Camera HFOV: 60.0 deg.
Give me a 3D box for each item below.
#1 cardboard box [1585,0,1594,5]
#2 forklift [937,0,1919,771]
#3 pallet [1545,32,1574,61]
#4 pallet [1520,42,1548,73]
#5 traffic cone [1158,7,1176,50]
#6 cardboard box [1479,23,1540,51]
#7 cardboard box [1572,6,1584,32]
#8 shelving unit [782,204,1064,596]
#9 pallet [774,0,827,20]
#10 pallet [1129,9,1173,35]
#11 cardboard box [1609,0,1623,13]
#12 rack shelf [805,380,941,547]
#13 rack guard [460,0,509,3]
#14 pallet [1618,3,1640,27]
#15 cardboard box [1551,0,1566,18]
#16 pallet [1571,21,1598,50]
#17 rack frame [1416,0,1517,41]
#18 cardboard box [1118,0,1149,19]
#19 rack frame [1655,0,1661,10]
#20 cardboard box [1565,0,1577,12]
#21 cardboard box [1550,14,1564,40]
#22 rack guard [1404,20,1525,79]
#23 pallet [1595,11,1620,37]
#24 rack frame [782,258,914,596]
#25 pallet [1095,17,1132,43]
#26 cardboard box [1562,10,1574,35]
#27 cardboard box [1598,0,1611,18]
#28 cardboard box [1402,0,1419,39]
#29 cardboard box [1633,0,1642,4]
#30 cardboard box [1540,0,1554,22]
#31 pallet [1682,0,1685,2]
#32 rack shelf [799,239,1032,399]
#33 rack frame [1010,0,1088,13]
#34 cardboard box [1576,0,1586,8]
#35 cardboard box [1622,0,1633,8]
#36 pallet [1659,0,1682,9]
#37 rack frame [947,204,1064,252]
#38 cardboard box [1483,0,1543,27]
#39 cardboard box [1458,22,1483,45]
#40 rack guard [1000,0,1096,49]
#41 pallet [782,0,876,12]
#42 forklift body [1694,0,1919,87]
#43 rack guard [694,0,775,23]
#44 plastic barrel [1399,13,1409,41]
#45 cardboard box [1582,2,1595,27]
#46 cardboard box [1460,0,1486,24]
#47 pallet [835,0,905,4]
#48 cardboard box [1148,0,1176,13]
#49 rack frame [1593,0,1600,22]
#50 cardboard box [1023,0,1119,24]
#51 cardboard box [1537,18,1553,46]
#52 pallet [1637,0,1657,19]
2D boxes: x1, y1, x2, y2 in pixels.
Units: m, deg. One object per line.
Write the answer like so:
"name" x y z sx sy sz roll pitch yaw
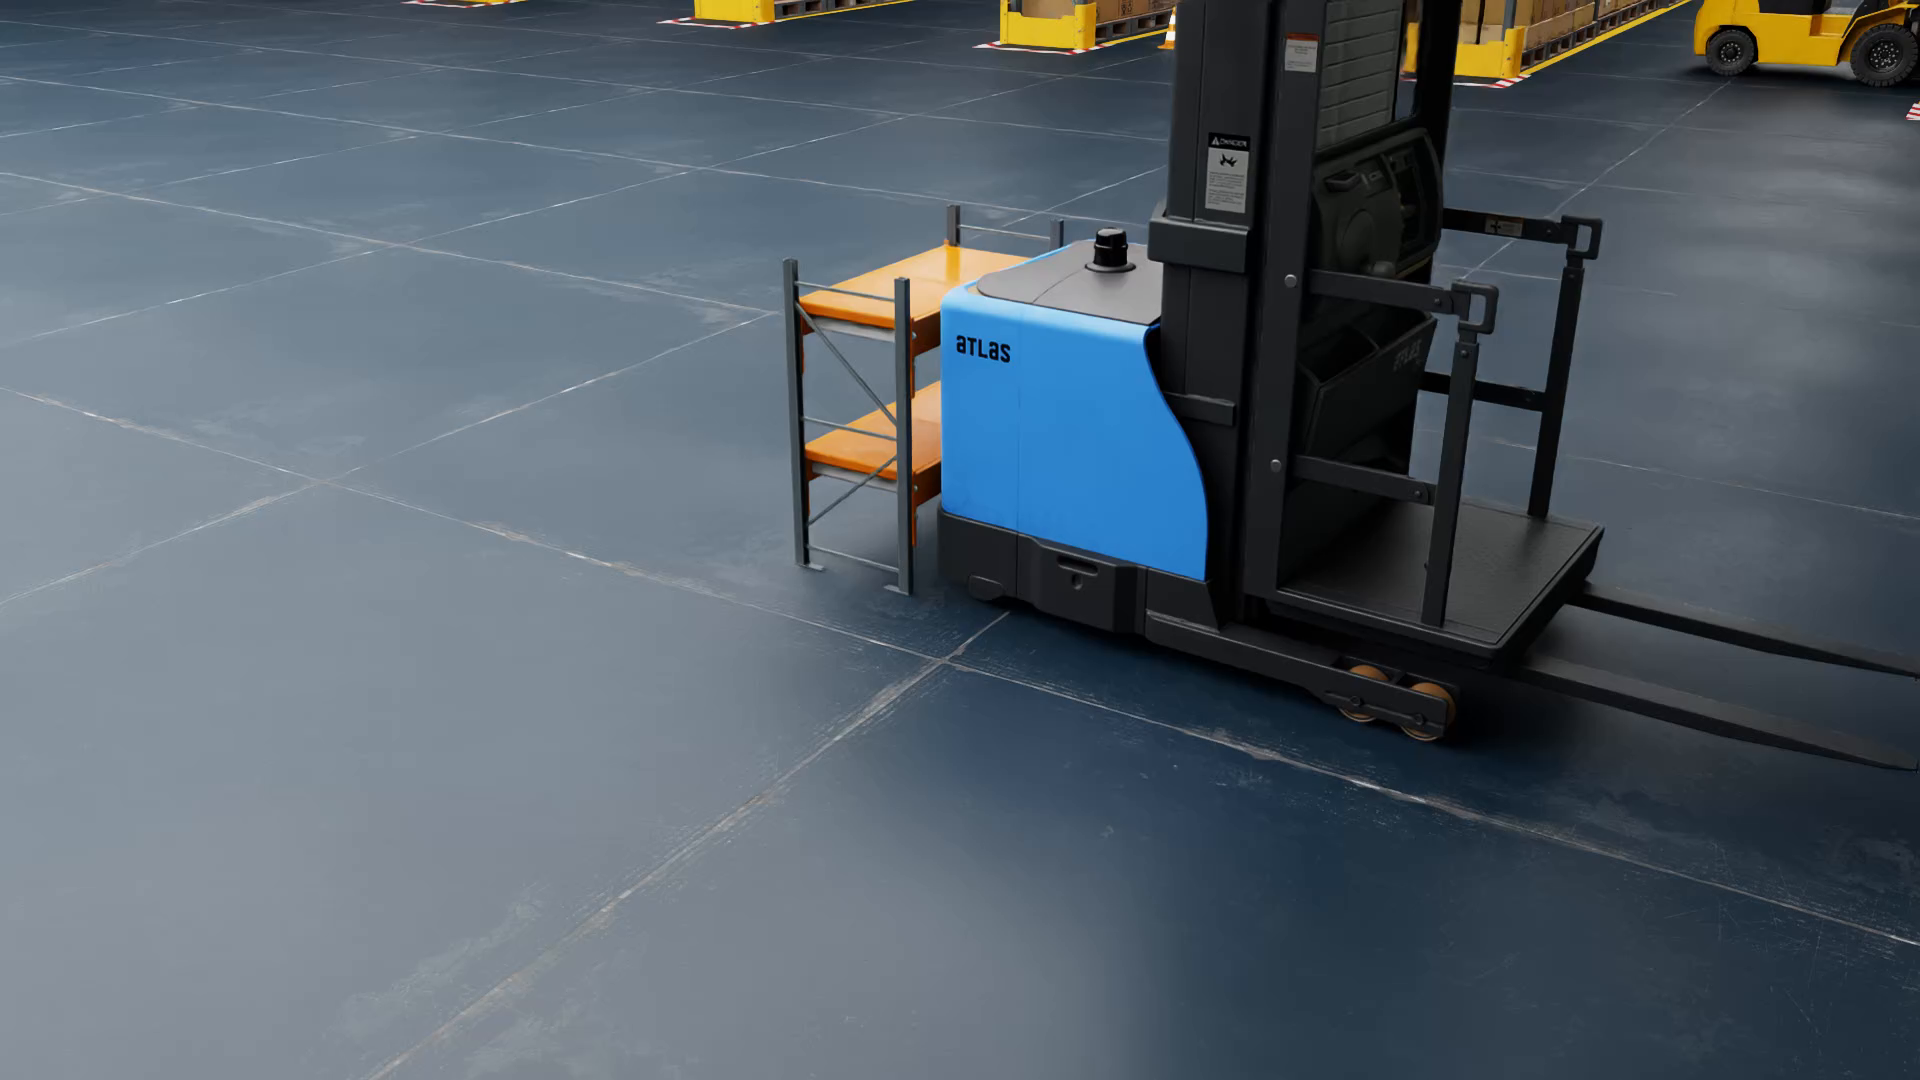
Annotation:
"cardboard box" 7.346 -6.717 19.979 0.500 0.500 0.500 13 27 28
"forklift" 1.422 -0.995 4.859 3.031 2.935 1.130 15 28 31
"pallet" 6.463 -5.771 19.315 1.003 0.211 1.213 14 27 29
"pallet" 5.819 -5.361 18.367 1.003 0.211 1.213 14 27 29
"traffic cone" 2.548 -6.069 19.686 0.336 0.463 0.334 14 27 29
"cardboard box" 5.981 -5.493 18.096 0.500 0.250 0.500 14 27 29
"cardboard box" 7.074 -6.191 19.708 0.500 0.250 0.500 13 27 28
"shelving unit" -0.106 -0.549 6.102 0.538 1.125 1.048 14 27 30
"pallet" -2.600 -7.437 23.164 1.003 0.211 1.213 14 27 29
"pallet" 2.061 -6.768 21.618 1.003 0.211 1.213 14 27 29
"cardboard box" 8.081 -7.106 21.667 0.950 0.372 0.625 16 28 32
"rack shelf" -0.106 -0.325 6.199 0.538 0.278 1.000 14 27 30
"rack guard" -7.307 -8.351 24.911 1.175 0.500 0.348 14 27 29
"pallet" 8.482 -7.095 22.373 1.003 0.211 1.213 14 27 29
"cardboard box" 6.536 -6.190 18.762 0.500 0.500 0.500 14 27 30
"pallet" 7.106 -6.184 20.270 1.003 0.211 1.213 14 27 29
"rack frame" 5.320 -6.348 17.138 1.000 3.000 0.127 14 27 29
"cardboard box" 1.825 -7.109 21.041 0.875 0.875 0.875 13 27 28
"rack frame" 9.540 -9.048 23.375 1.000 3.000 0.127 14 27 29
"cardboard box" 6.811 -6.373 19.183 0.500 0.500 0.500 15 28 32
"cardboard box" 6.533 -5.851 18.921 0.500 0.250 0.500 16 28 32
"rack guard" 5.360 -5.226 17.694 1.175 0.500 0.348 14 27 29
"pallet" 7.840 -6.681 21.418 1.003 0.211 1.213 14 27 29
"rack frame" -0.380 -0.379 5.709 0.500 1.125 0.032 14 27 30
"pallet" 1.417 -6.358 20.670 1.003 0.211 1.213 14 27 29
"cardboard box" 6.802 -6.020 19.314 0.500 0.250 0.500 14 27 30
"cardboard box" 7.705 -6.862 21.105 0.950 0.372 0.625 14 27 30
"cardboard box" 5.709 -6.475 20.576 0.500 0.500 0.500 -7 24 -17
"cardboard box" 8.851 -7.595 22.799 0.950 0.372 0.625 13 27 28
"cardboard box" 6.265 -6.023 18.375 0.500 0.500 0.500 13 26 27
"pallet" 10.664 -8.429 25.454 1.003 0.211 1.213 14 27 29
"rack shelf" -0.106 -0.818 5.986 0.538 0.278 1.000 14 27 30
"rack frame" 1.062 -7.351 19.455 1.000 3.000 0.127 14 27 29
"cardboard box" 7.079 -6.545 19.582 0.500 0.500 0.500 14 27 30
"cardboard box" 8.446 -7.341 22.210 0.950 0.372 0.625 15 28 31
"pallet" 10.020 -8.019 24.507 1.003 0.211 1.213 14 27 29
"rack frame" 0.168 -0.719 6.495 0.500 1.125 0.032 14 27 30
"cardboard box" 5.993 -5.845 17.965 0.500 0.500 0.500 13 27 27
"cardboard box" 5.531 -5.616 18.380 0.500 0.250 0.500 14 27 29
"rack guard" 1.049 -6.196 19.933 1.175 0.500 0.348 14 27 29
"pallet" -1.956 -7.848 24.112 1.003 0.211 1.213 14 27 29
"forklift body" 8.990 -5.942 17.268 2.313 2.155 1.214 14 27 29
"rack guard" -3.059 -7.303 22.491 1.175 0.500 0.348 14 27 29
"plastic barrel" 5.124 -6.180 19.993 0.421 0.421 0.512 -7 24 -17
"cardboard box" 7.347 -6.373 20.128 0.500 0.250 0.500 15 28 31
"cardboard box" 5.521 -5.948 18.202 0.500 0.500 0.500 14 27 29
"pallet" -1.313 -8.261 25.067 1.003 0.211 1.213 14 27 29
"cardboard box" 2.308 -7.416 21.751 0.875 0.875 0.875 14 27 29
"rack frame" 7.430 -7.698 20.256 1.000 3.000 0.127 14 27 29
"cardboard box" 1.363 -6.811 20.354 0.875 0.875 0.875 14 27 29
"cardboard box" 6.256 -5.664 18.490 0.500 0.250 0.500 15 28 31
"pallet" 9.127 -7.505 23.320 1.003 0.211 1.213 14 27 29
